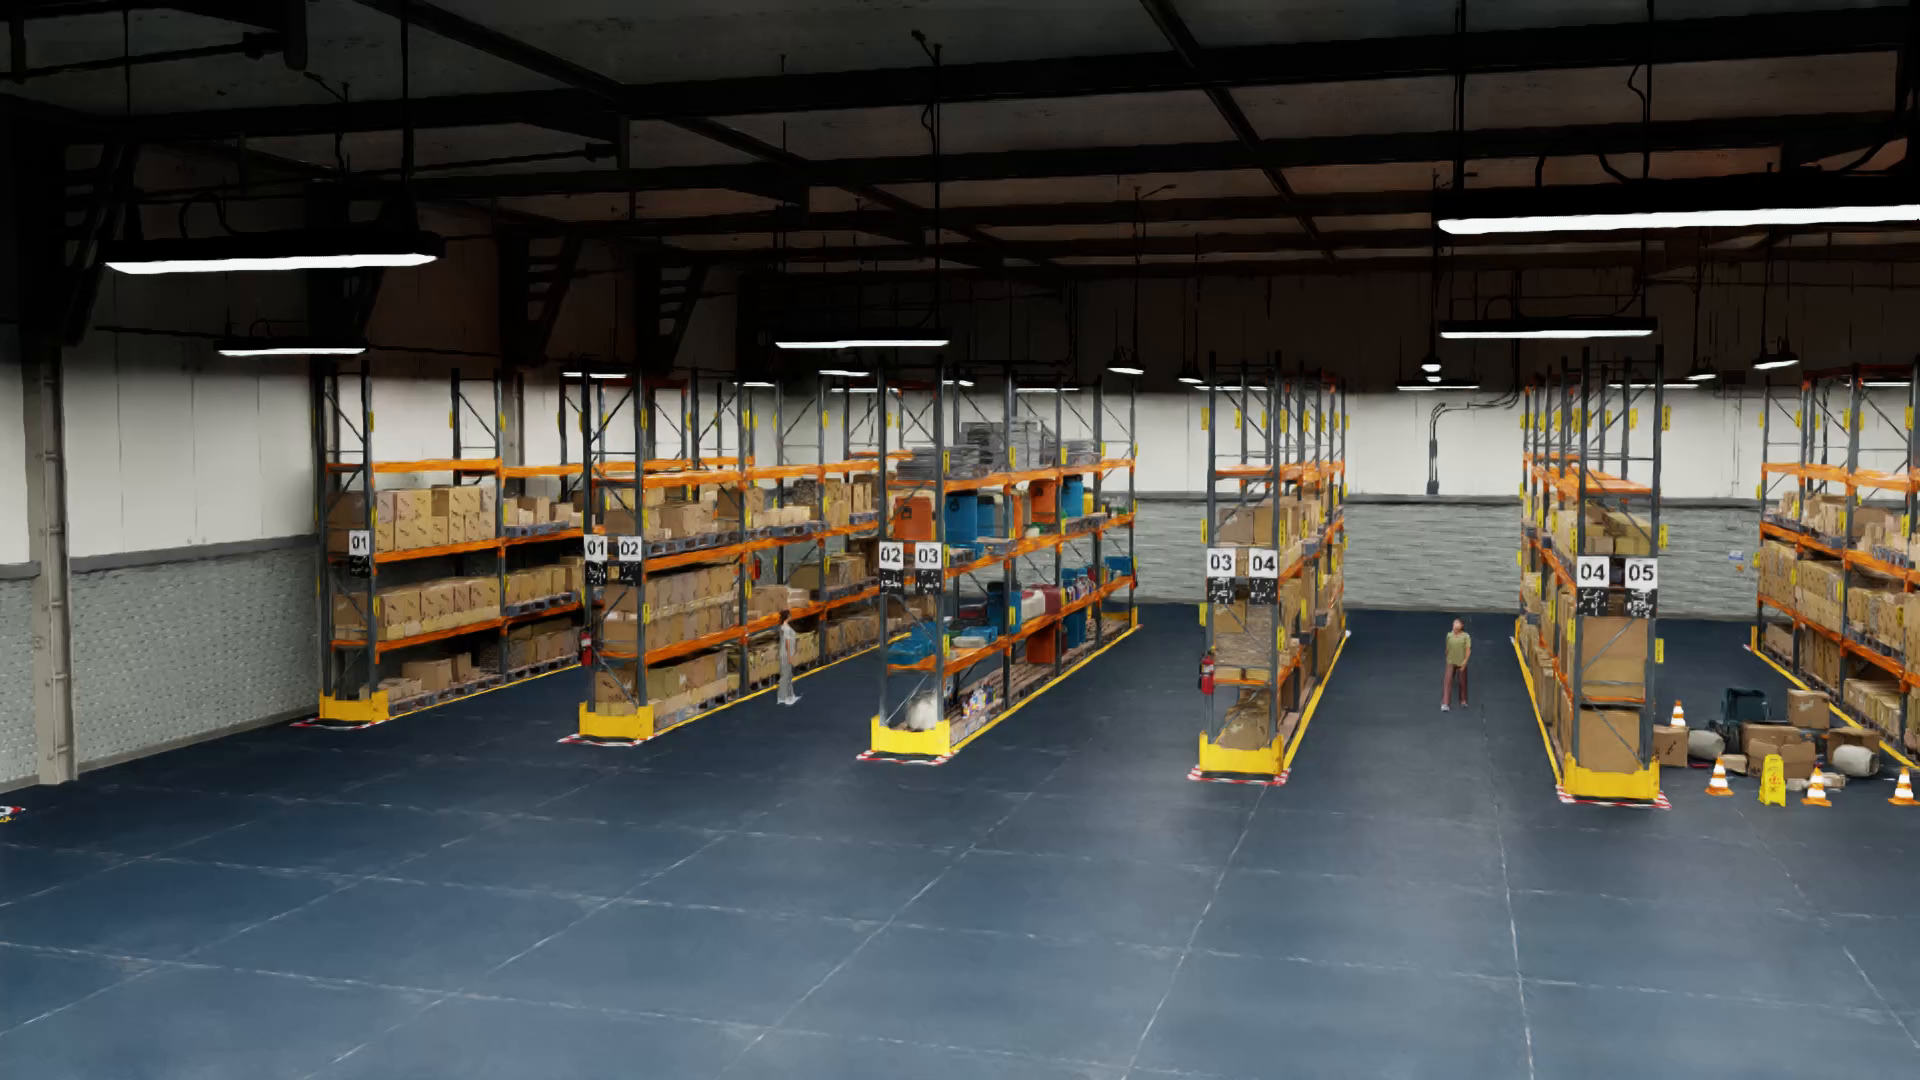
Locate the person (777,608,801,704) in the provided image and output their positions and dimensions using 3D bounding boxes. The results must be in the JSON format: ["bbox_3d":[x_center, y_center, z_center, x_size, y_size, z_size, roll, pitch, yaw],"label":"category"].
[{"bbox_3d":[-3.039,2.046,29.498,0.441,1.675,0.496,-1,4,-15],"label":"person"}]

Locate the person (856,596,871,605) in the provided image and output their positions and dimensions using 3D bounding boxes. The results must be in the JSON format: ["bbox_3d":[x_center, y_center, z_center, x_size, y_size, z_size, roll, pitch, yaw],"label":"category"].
[{"bbox_3d":[-2.474,1.083,43.072,0.445,1.678,0.561,3,5,37],"label":"person"}]

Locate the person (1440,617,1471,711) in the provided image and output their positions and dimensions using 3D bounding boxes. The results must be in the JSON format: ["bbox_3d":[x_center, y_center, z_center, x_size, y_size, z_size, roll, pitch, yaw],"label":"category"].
[{"bbox_3d":[8.611,2.129,28.783,0.445,1.603,1.019,2,5,25],"label":"person"}]
